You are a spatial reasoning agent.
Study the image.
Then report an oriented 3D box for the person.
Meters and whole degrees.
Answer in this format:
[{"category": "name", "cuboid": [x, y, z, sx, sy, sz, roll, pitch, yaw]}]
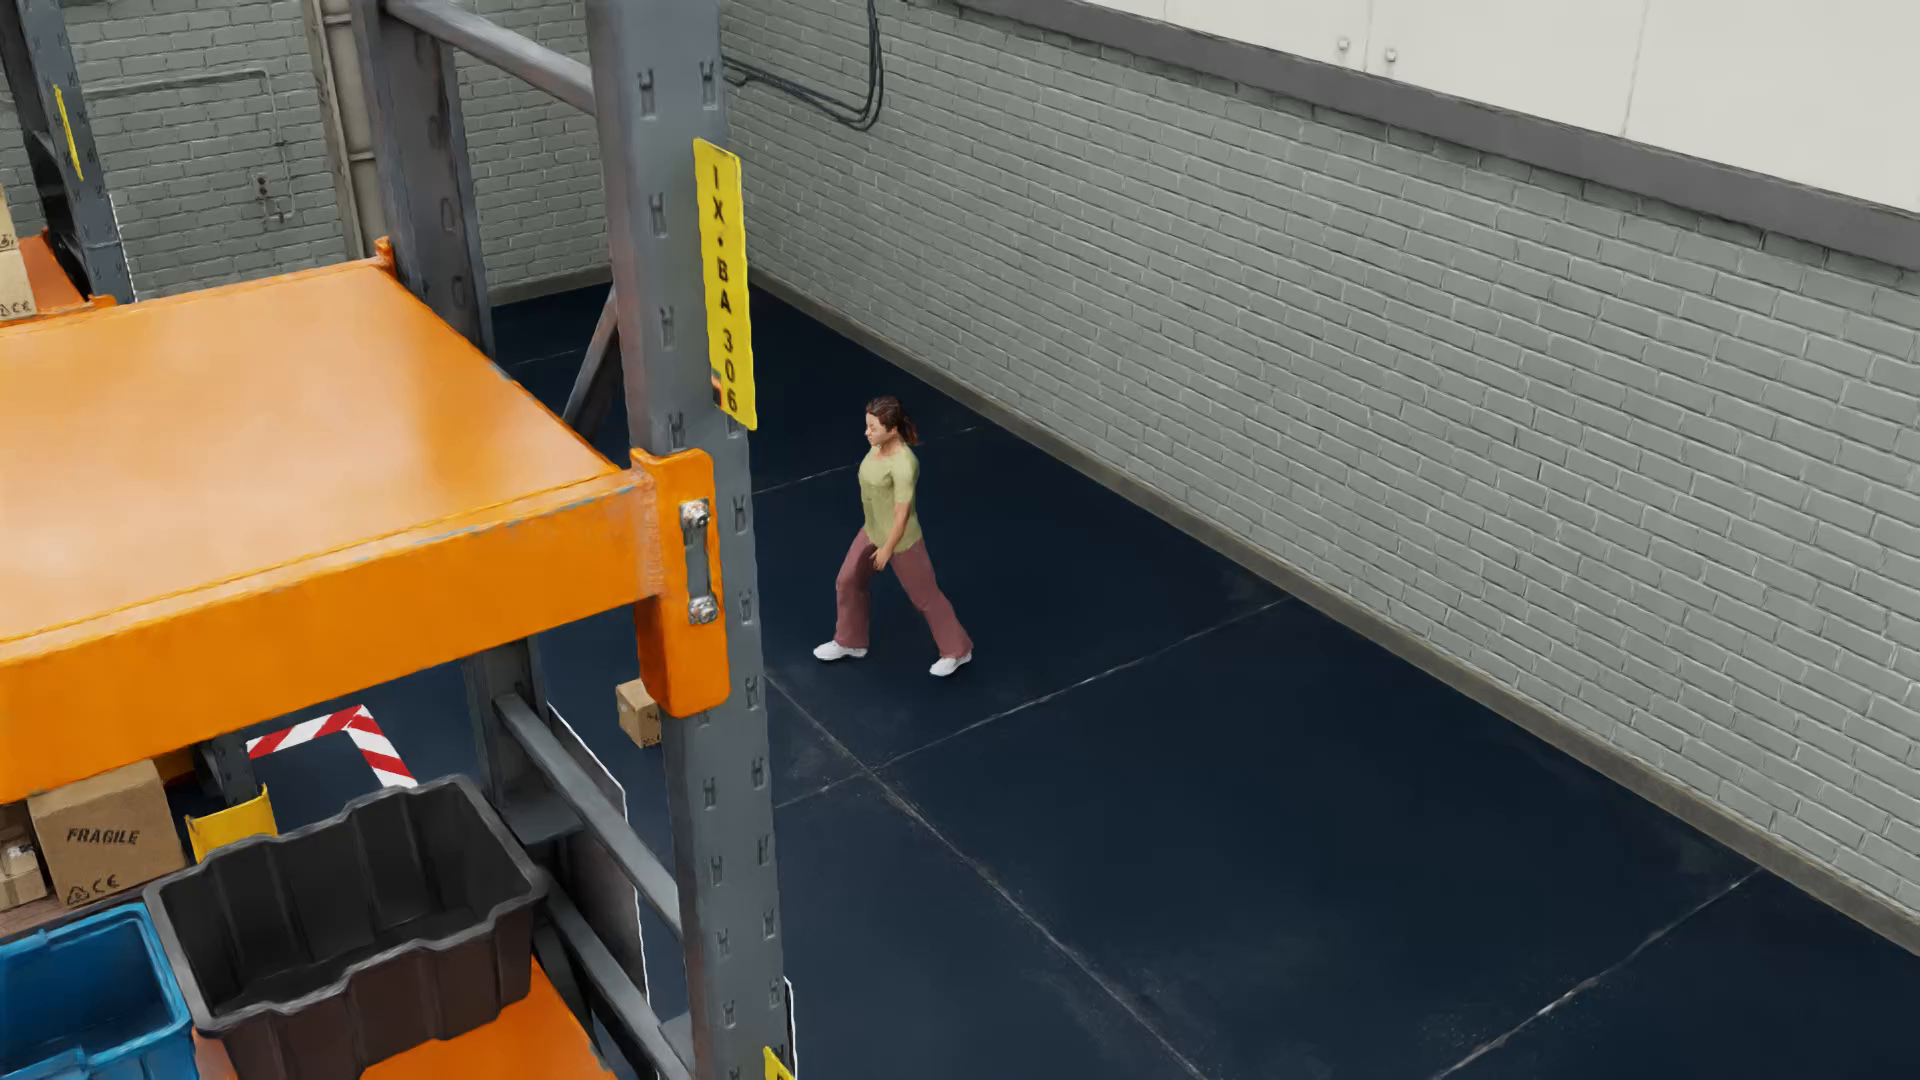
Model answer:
[{"category": "person", "cuboid": [-0.352, -0.032, 8.756, 0.788, 1.632, 0.534, -13, 31, -23]}]
